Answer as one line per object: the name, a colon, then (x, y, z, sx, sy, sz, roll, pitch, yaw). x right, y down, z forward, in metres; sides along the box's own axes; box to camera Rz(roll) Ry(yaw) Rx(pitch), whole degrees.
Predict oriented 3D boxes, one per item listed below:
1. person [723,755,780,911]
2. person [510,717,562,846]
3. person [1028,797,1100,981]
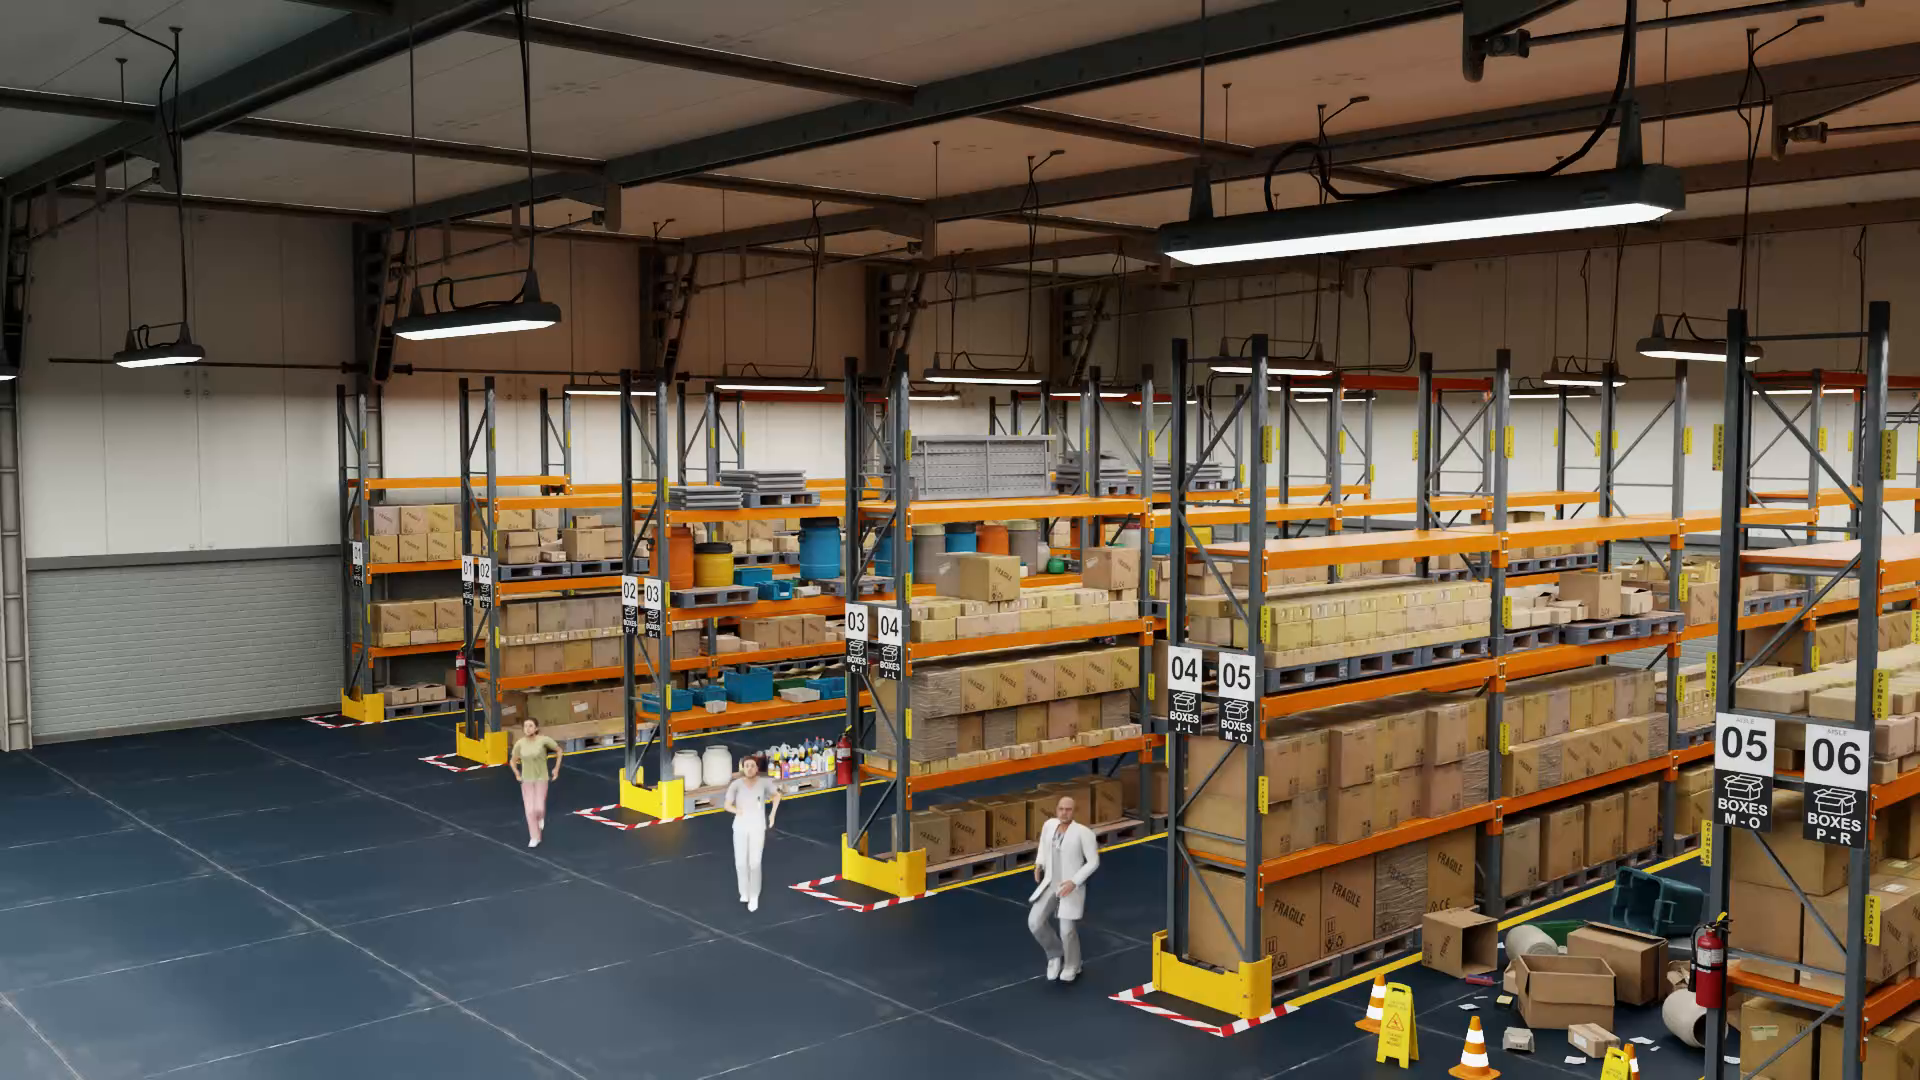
person: (-2.257, 3.187, 17.965, 0.586, 1.654, 0.665, 0, 4, 0)
person: (-5.281, 3.000, 20.649, 0.606, 1.631, 0.613, 0, 4, -2)
person: (0.950, 3.266, 15.560, 0.731, 1.743, 0.632, 3, 5, 35)
